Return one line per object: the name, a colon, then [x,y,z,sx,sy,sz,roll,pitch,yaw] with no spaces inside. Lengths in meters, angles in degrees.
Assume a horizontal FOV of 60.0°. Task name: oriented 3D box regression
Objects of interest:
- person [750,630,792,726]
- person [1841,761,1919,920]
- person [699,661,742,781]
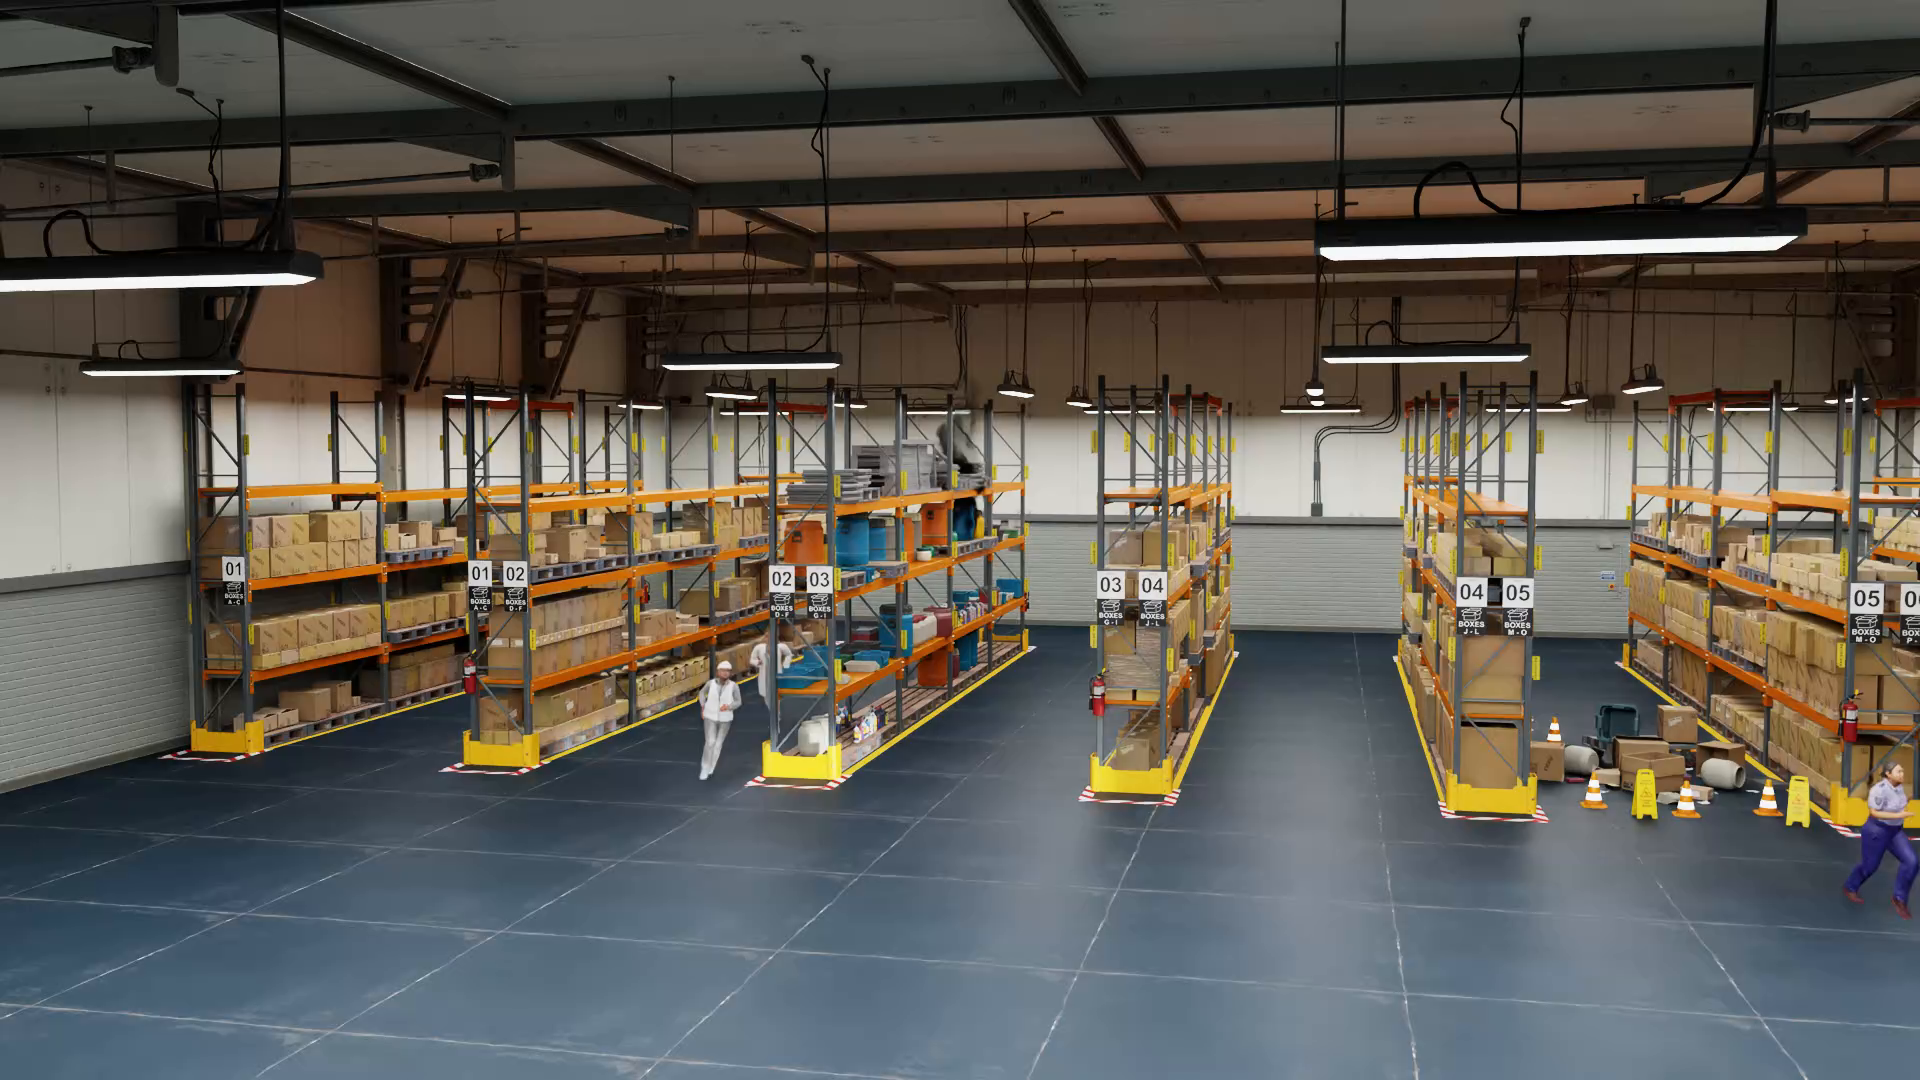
person: [-3.301,2.475,28.988,0.681,1.836,0.896,1,3,10]
person: [9.849,3.183,17.794,0.626,1.670,0.829,-2,4,-26]
person: [-3.613,2.711,25.015,0.645,1.794,0.672,-1,3,-13]
